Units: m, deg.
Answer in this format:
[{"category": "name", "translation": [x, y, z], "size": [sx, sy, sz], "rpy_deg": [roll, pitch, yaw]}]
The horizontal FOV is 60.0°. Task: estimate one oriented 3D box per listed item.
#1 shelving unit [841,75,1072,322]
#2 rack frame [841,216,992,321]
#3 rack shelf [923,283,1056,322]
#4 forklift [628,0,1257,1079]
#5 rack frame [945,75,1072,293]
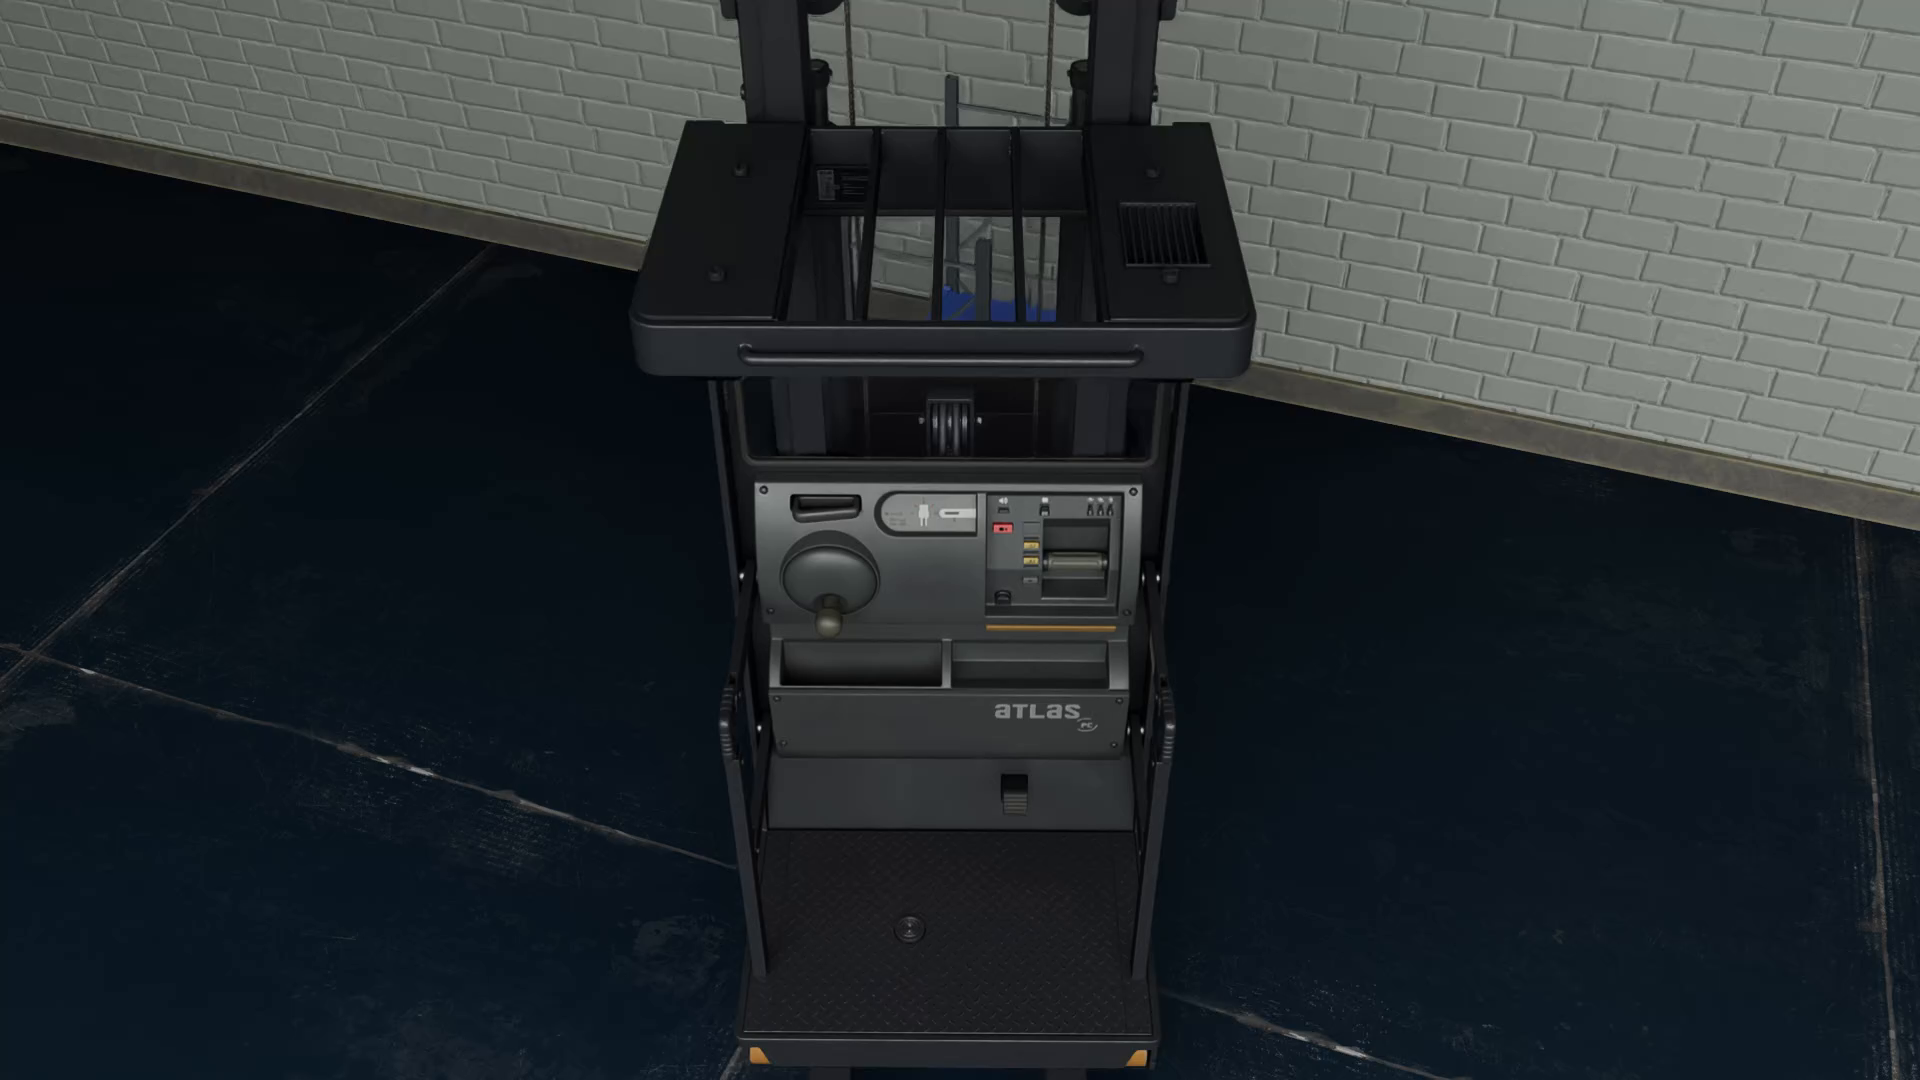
[{"category": "shelving unit", "translation": [0.022, -0.697, 5.911], "size": [0.538, 1.500, 1.048], "rpy_deg": [13, 42, 14]}, {"category": "rack frame", "translation": [-0.144, -0.385, 5.546], "size": [0.500, 1.500, 0.032], "rpy_deg": [13, 42, 14]}, {"category": "rack shelf", "translation": [0.022, -0.560, 6.028], "size": [0.538, 0.185, 1.000], "rpy_deg": [13, 42, 14]}, {"category": "forklift", "translation": [-0.027, 0.116, 3.856], "size": [1.130, 2.935, 3.031], "rpy_deg": [0, 40, 0]}, {"category": "rack frame", "translation": [0.188, -1.009, 6.277], "size": [0.500, 1.500, 0.032], "rpy_deg": [13, 42, 14]}]
